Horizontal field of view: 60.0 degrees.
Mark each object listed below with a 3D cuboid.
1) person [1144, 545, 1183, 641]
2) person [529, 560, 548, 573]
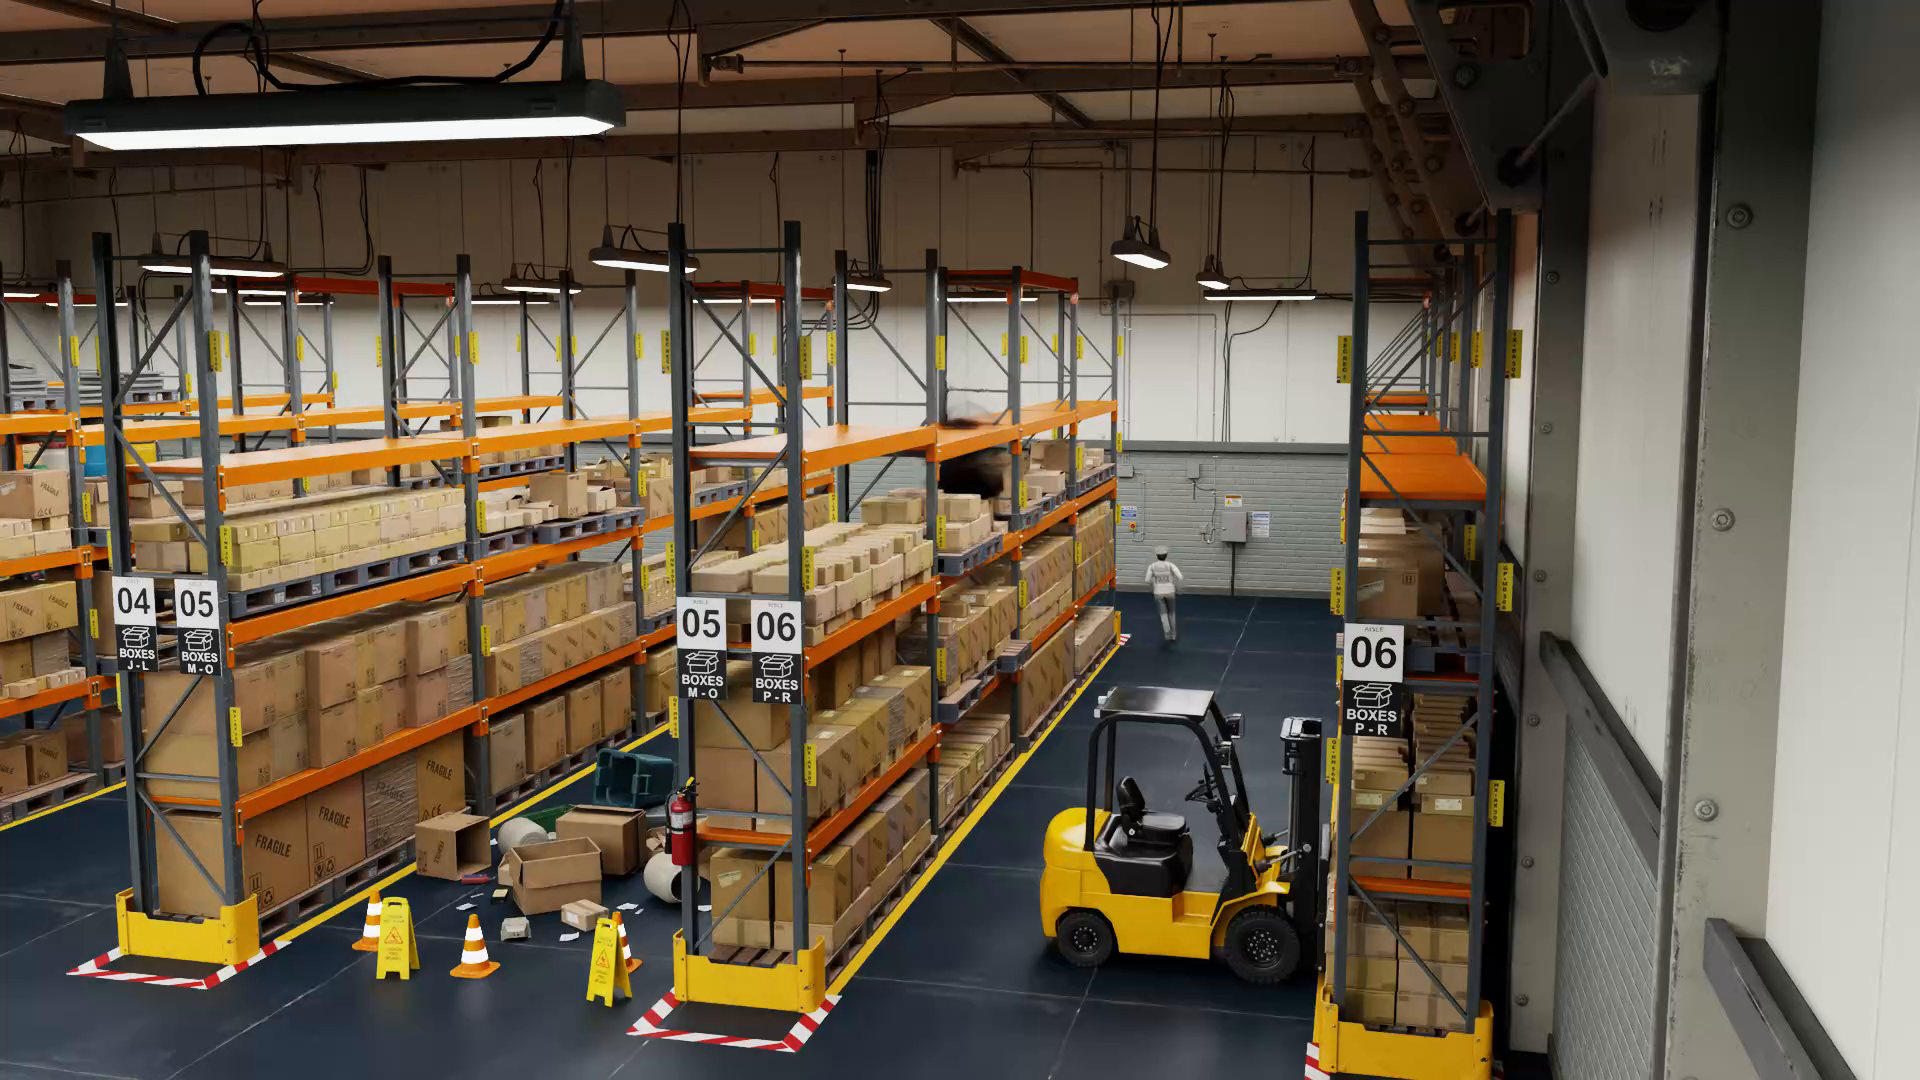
[{"bbox_3d":[3.439,0.931,28.102,0.653,1.676,0.795,1,7,7],"label":"person"},{"bbox_3d":[-6.627,1.063,26.389,0.697,1.779,0.978,1,7,11],"label":"person"}]
